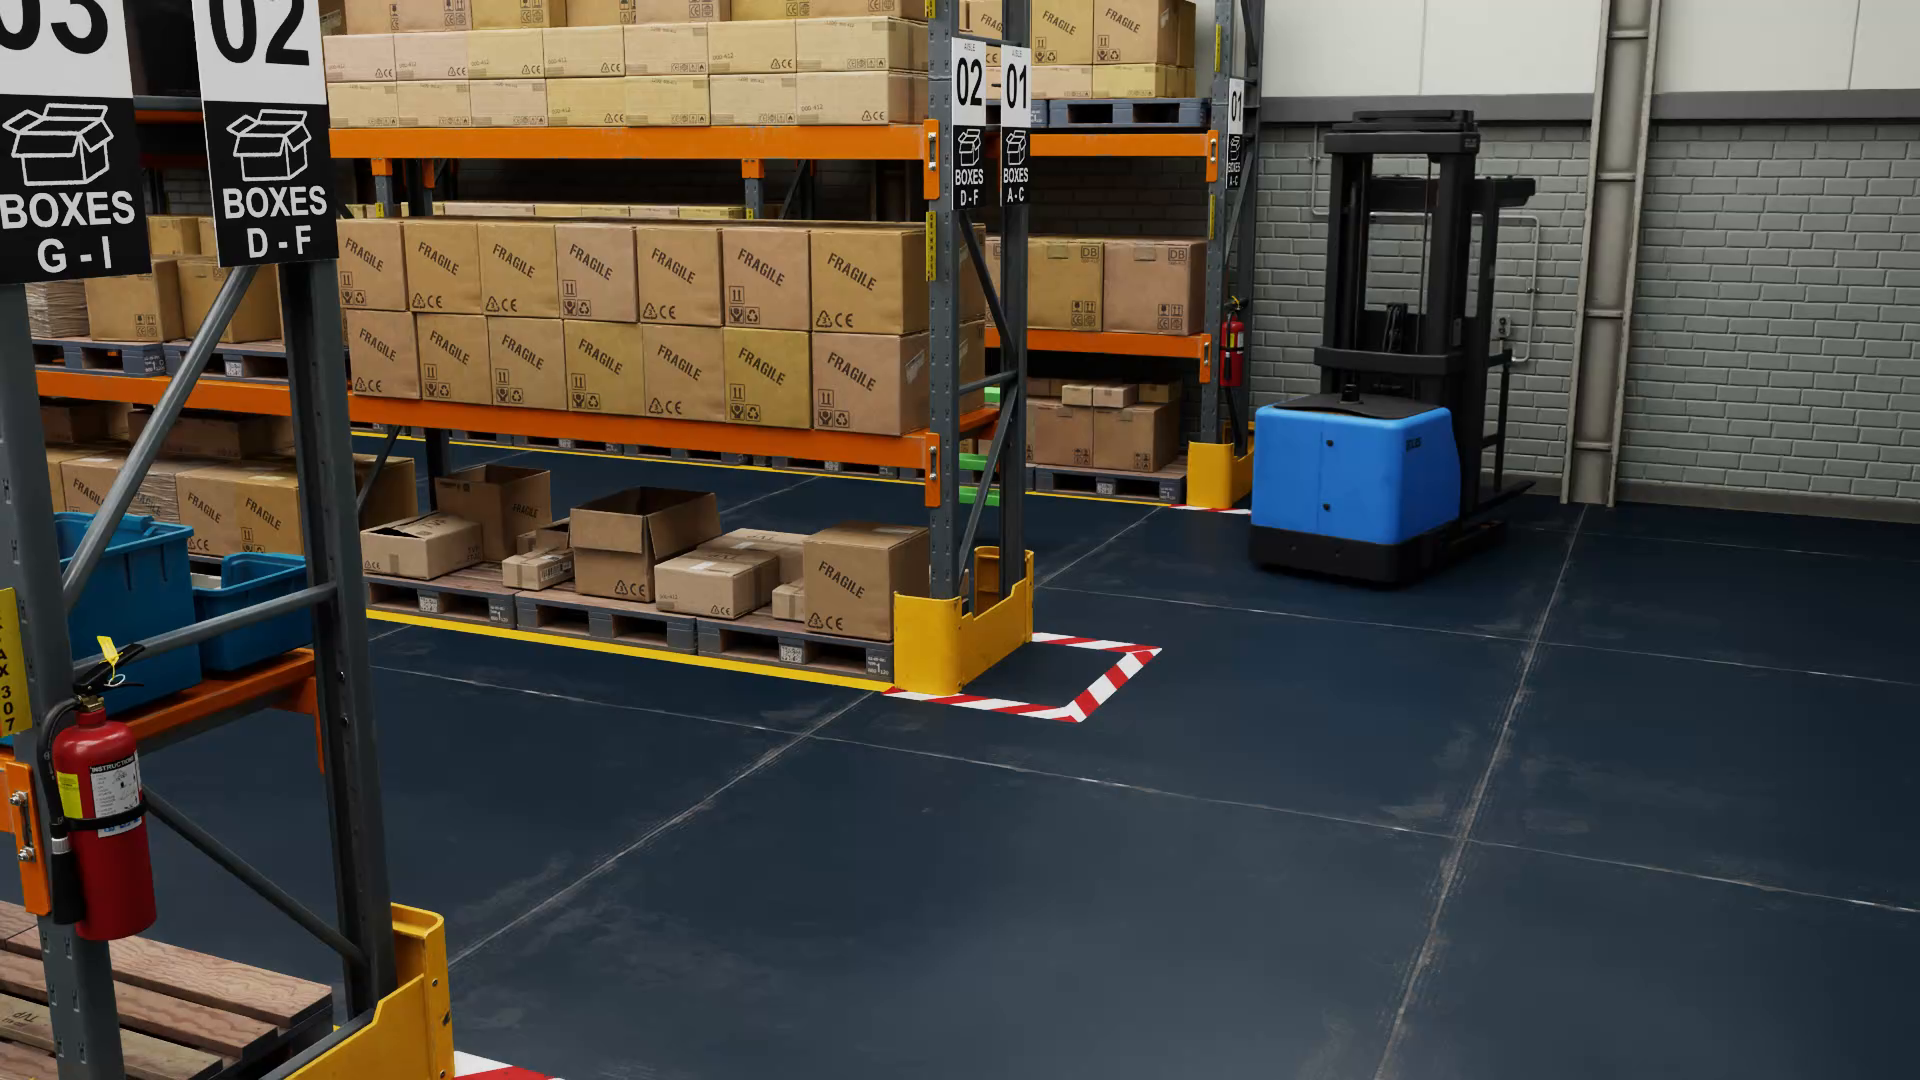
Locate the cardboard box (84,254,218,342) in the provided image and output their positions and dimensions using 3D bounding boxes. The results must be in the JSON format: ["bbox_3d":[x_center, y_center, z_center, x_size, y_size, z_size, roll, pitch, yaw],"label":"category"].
[{"bbox_3d":[-5.192,-1.572,10.749,0.500,0.500,0.700,2,13,9],"label":"cardboard box"}]

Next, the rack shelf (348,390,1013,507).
[{"bbox_3d":[-1.723,-0.633,9.460,4.000,0.370,1.077,6,14,23],"label":"rack shelf"}]

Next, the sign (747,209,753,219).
[{"bbox_3d":[-1.759,-2.614,13.967,0.005,0.325,0.100,6,14,23],"label":"sign"}]

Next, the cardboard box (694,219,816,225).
[{"bbox_3d":[-1.129,-1.524,9.274,0.500,0.500,0.500,6,14,24],"label":"cardboard box"}]

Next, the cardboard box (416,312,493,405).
[{"bbox_3d":[-2.726,-1.066,9.512,0.500,0.500,0.500,6,15,24],"label":"cardboard box"}]

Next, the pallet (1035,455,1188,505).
[{"bbox_3d":[1.346,-0.533,13.564,1.213,0.211,1.003,6,14,23],"label":"pallet"}]

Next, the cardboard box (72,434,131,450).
[{"bbox_3d":[-5.785,-0.450,11.615,0.500,0.500,0.500,5,14,21],"label":"cardboard box"}]

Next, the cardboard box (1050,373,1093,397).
[{"bbox_3d":[0.932,-1.280,13.777,0.250,0.149,0.380,6,14,24],"label":"cardboard box"}]

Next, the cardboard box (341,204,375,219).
[{"bbox_3d":[-5.833,-3.204,16.242,0.250,0.149,0.380,3,14,14],"label":"cardboard box"}]

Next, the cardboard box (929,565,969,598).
[{"bbox_3d":[-0.138,0.265,9.335,0.250,0.149,0.380,6,14,23],"label":"cardboard box"}]

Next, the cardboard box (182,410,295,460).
[{"bbox_3d":[-4.809,-0.719,11.118,0.500,0.250,0.500,6,14,23],"label":"cardboard box"}]

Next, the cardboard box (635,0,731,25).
[{"bbox_3d":[-1.294,-2.926,8.683,0.500,0.500,0.700,6,14,23],"label":"cardboard box"}]

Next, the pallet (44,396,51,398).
[{"bbox_3d":[-10.610,-1.753,18.763,1.213,0.211,1.003,6,14,23],"label":"pallet"}]

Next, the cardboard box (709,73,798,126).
[{"bbox_3d":[-0.923,-2.226,8.438,0.500,0.250,0.500,6,14,23],"label":"cardboard box"}]

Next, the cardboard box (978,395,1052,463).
[{"bbox_3d":[0.511,-0.957,13.819,0.500,0.500,0.700,5,14,21],"label":"cardboard box"}]

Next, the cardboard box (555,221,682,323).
[{"bbox_3d":[-1.820,-1.458,8.995,0.500,0.500,0.500,6,15,25],"label":"cardboard box"}]

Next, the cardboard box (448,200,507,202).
[{"bbox_3d":[-4.686,-3.154,16.073,0.500,0.250,0.500,6,15,25],"label":"cardboard box"}]

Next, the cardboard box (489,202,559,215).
[{"bbox_3d":[-3.944,-2.951,15.208,0.500,0.250,0.500,6,14,24],"label":"cardboard box"}]

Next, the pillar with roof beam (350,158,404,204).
[{"bbox_3d":[-7.787,-4.896,12.920,0.400,9.000,9.100,6,14,23],"label":"pillar with roof beam"}]

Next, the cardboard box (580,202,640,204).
[{"bbox_3d":[-3.280,-3.010,15.460,0.500,0.250,0.500,5,14,22],"label":"cardboard box"}]

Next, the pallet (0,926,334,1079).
[{"bbox_3d":[-2.642,1.510,4.860,1.213,0.211,1.003,6,14,23],"label":"pallet"}]

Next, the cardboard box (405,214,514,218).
[{"bbox_3d":[-2.984,-1.711,10.072,0.500,0.500,0.500,6,14,24],"label":"cardboard box"}]

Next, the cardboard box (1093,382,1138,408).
[{"bbox_3d":[1.237,-1.154,13.239,0.250,0.149,0.380,6,14,23],"label":"cardboard box"}]

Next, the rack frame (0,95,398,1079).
[{"bbox_3d":[-1.904,0.236,4.181,0.127,3.000,1.000,6,14,23],"label":"rack frame"}]

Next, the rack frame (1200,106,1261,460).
[{"bbox_3d":[2.109,-1.833,13.000,0.127,3.000,1.000,6,14,23],"label":"rack frame"}]

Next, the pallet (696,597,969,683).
[{"bbox_3d":[-0.693,0.479,9.251,1.213,0.211,1.003,6,14,23],"label":"pallet"}]

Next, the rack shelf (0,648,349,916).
[{"bbox_3d":[-3.732,0.402,5.052,4.000,0.370,1.077,6,14,23],"label":"rack shelf"}]

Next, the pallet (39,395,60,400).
[{"bbox_3d":[-9.491,-1.640,18.284,1.213,0.211,1.003,6,14,23],"label":"pallet"}]

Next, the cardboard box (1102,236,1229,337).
[{"bbox_3d":[1.639,-2.024,13.158,0.700,0.700,0.980,7,15,26],"label":"cardboard box"}]

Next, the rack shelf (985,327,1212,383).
[{"bbox_3d":[0.280,-1.668,13.871,4.000,0.370,1.077,6,14,23],"label":"rack shelf"}]

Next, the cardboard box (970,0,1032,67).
[{"bbox_3d":[0.396,-3.944,12.980,0.500,0.500,0.500,5,14,21],"label":"cardboard box"}]

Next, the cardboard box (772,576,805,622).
[{"bbox_3d":[-0.825,0.312,9.097,0.250,0.166,0.380,6,14,23],"label":"cardboard box"}]

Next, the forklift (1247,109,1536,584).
[{"bbox_3d":[3.191,-1.430,11.435,1.130,2.935,3.031,10,17,37],"label":"forklift"}]

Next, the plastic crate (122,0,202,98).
[{"bbox_3d":[-2.143,-1.254,4.254,0.590,0.269,0.497,6,14,23],"label":"plastic crate"}]

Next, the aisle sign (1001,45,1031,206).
[{"bbox_3d":[0.287,-2.119,8.527,0.004,0.787,0.394,6,14,23],"label":"aisle sign"}]

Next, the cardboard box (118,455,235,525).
[{"bbox_3d":[-5.025,-0.245,10.742,0.500,0.500,0.500,6,14,24],"label":"cardboard box"}]

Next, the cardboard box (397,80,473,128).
[{"bbox_3d":[-2.751,-2.412,9.228,0.500,0.250,0.500,6,14,23],"label":"cardboard box"}]

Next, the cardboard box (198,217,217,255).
[{"bbox_3d":[-7.288,-3.044,16.981,0.500,0.500,0.700,8,15,31],"label":"cardboard box"}]

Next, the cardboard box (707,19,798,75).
[{"bbox_3d":[-0.924,-2.469,8.379,0.500,0.250,0.500,6,14,23],"label":"cardboard box"}]

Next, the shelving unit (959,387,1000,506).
[{"bbox_3d":[0.151,-0.569,11.553,0.503,1.200,0.258,6,14,23],"label":"shelving unit"}]

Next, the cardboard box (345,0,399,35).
[{"bbox_3d":[-3.091,-3.127,9.540,0.500,0.500,0.700,6,14,23],"label":"cardboard box"}]

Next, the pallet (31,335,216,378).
[{"bbox_3d":[-5.428,-1.266,11.003,1.213,0.211,1.003,6,14,23],"label":"pallet"}]

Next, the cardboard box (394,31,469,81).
[{"bbox_3d":[-2.749,-2.656,9.175,0.500,0.250,0.500,6,14,23],"label":"cardboard box"}]

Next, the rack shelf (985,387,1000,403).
[{"bbox_3d":[0.151,-0.974,11.457,0.480,0.148,0.258,6,14,23],"label":"rack shelf"}]

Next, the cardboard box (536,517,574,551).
[{"bbox_3d":[-2.230,-0.010,10.155,0.500,0.311,0.500,6,14,23],"label":"cardboard box"}]

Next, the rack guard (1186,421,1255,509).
[{"bbox_3d":[2.131,-0.614,13.276,0.348,0.500,1.175,6,14,23],"label":"rack guard"}]

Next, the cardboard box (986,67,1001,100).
[{"bbox_3d":[0.378,-3.581,13.073,0.500,0.250,0.500,5,14,22],"label":"cardboard box"}]

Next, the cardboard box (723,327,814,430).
[{"bbox_3d":[-0.890,-0.878,8.713,0.500,0.500,0.500,6,14,24],"label":"cardboard box"}]

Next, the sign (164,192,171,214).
[{"bbox_3d":[-8.641,-3.623,18.095,0.005,0.325,0.100,6,14,23],"label":"sign"}]

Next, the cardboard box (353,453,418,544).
[{"bbox_3d":[-3.895,-0.261,10.809,0.500,0.500,0.500,5,14,21],"label":"cardboard box"}]
